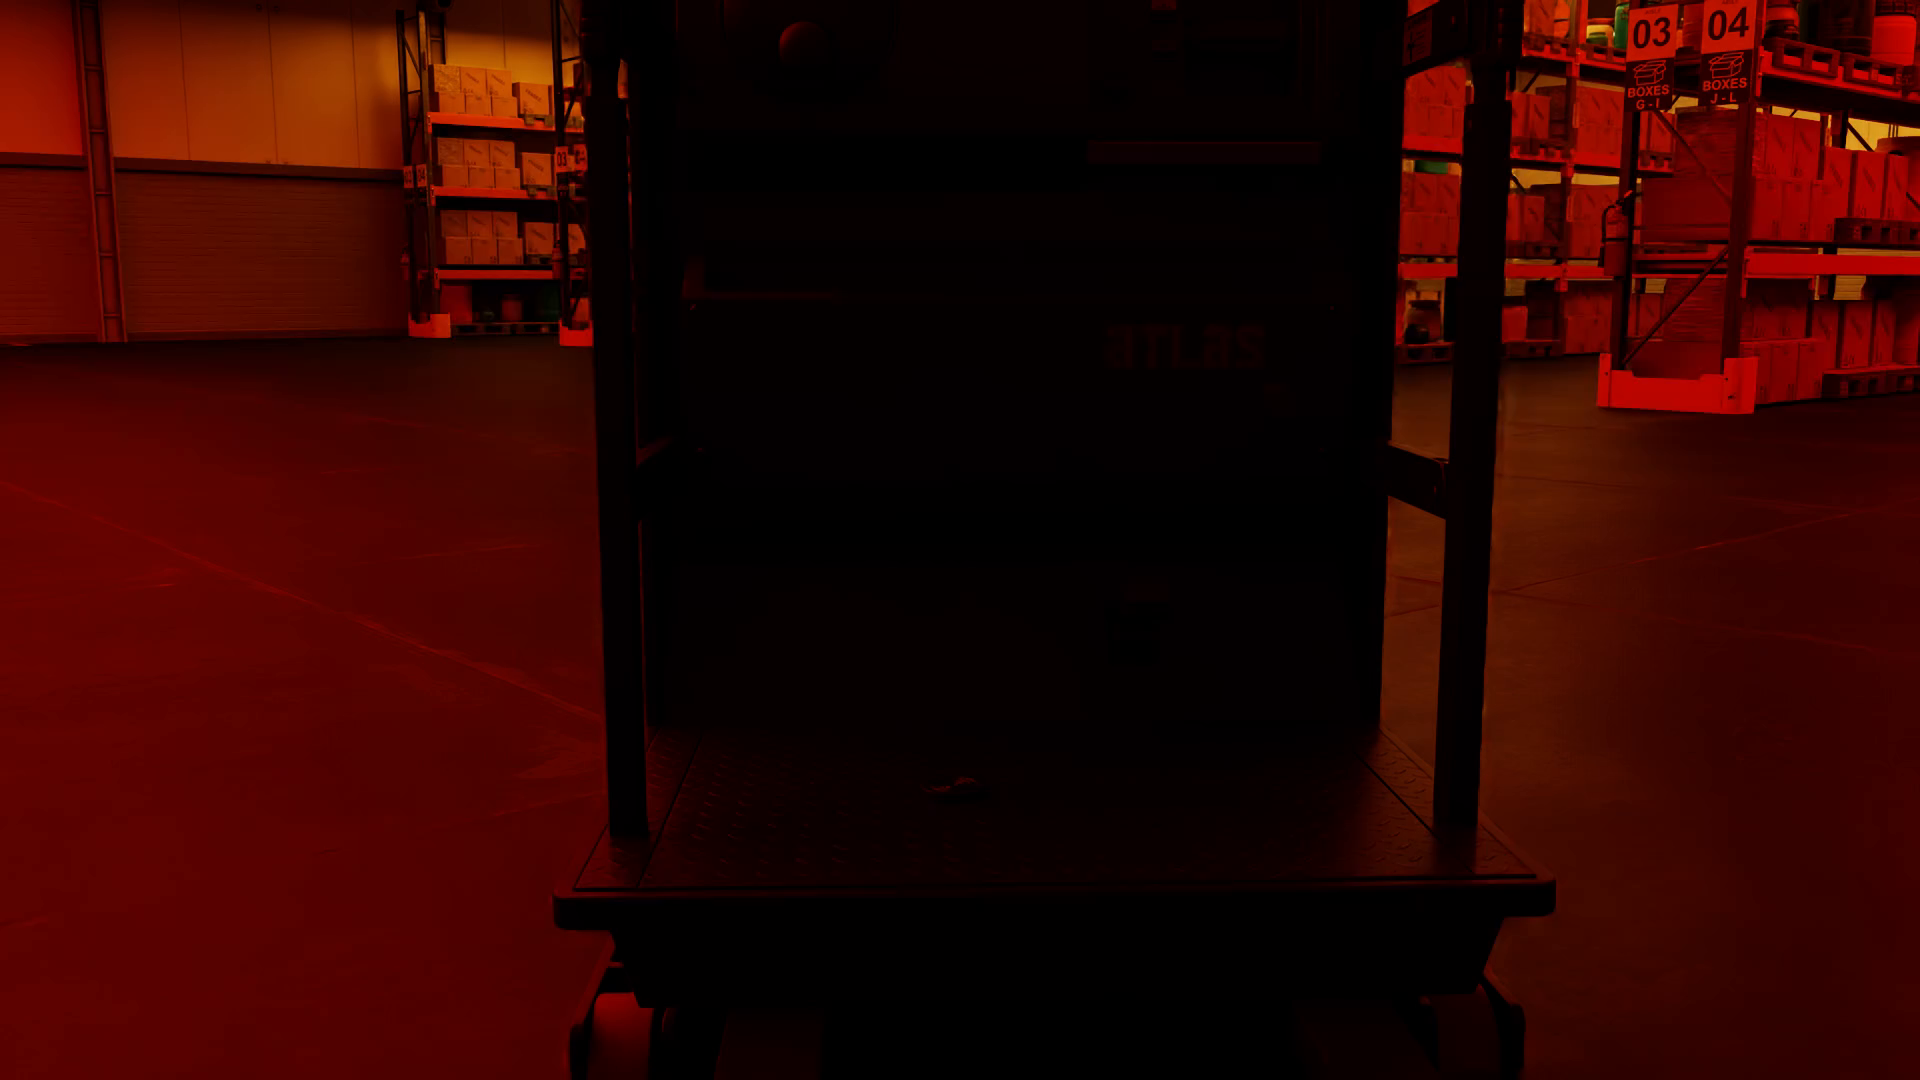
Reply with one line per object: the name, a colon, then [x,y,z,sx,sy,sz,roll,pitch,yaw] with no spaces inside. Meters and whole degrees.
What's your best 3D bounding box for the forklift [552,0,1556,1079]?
forklift: [0.091,-0.793,2.077,1.130,2.935,3.031,0,9,-2]
